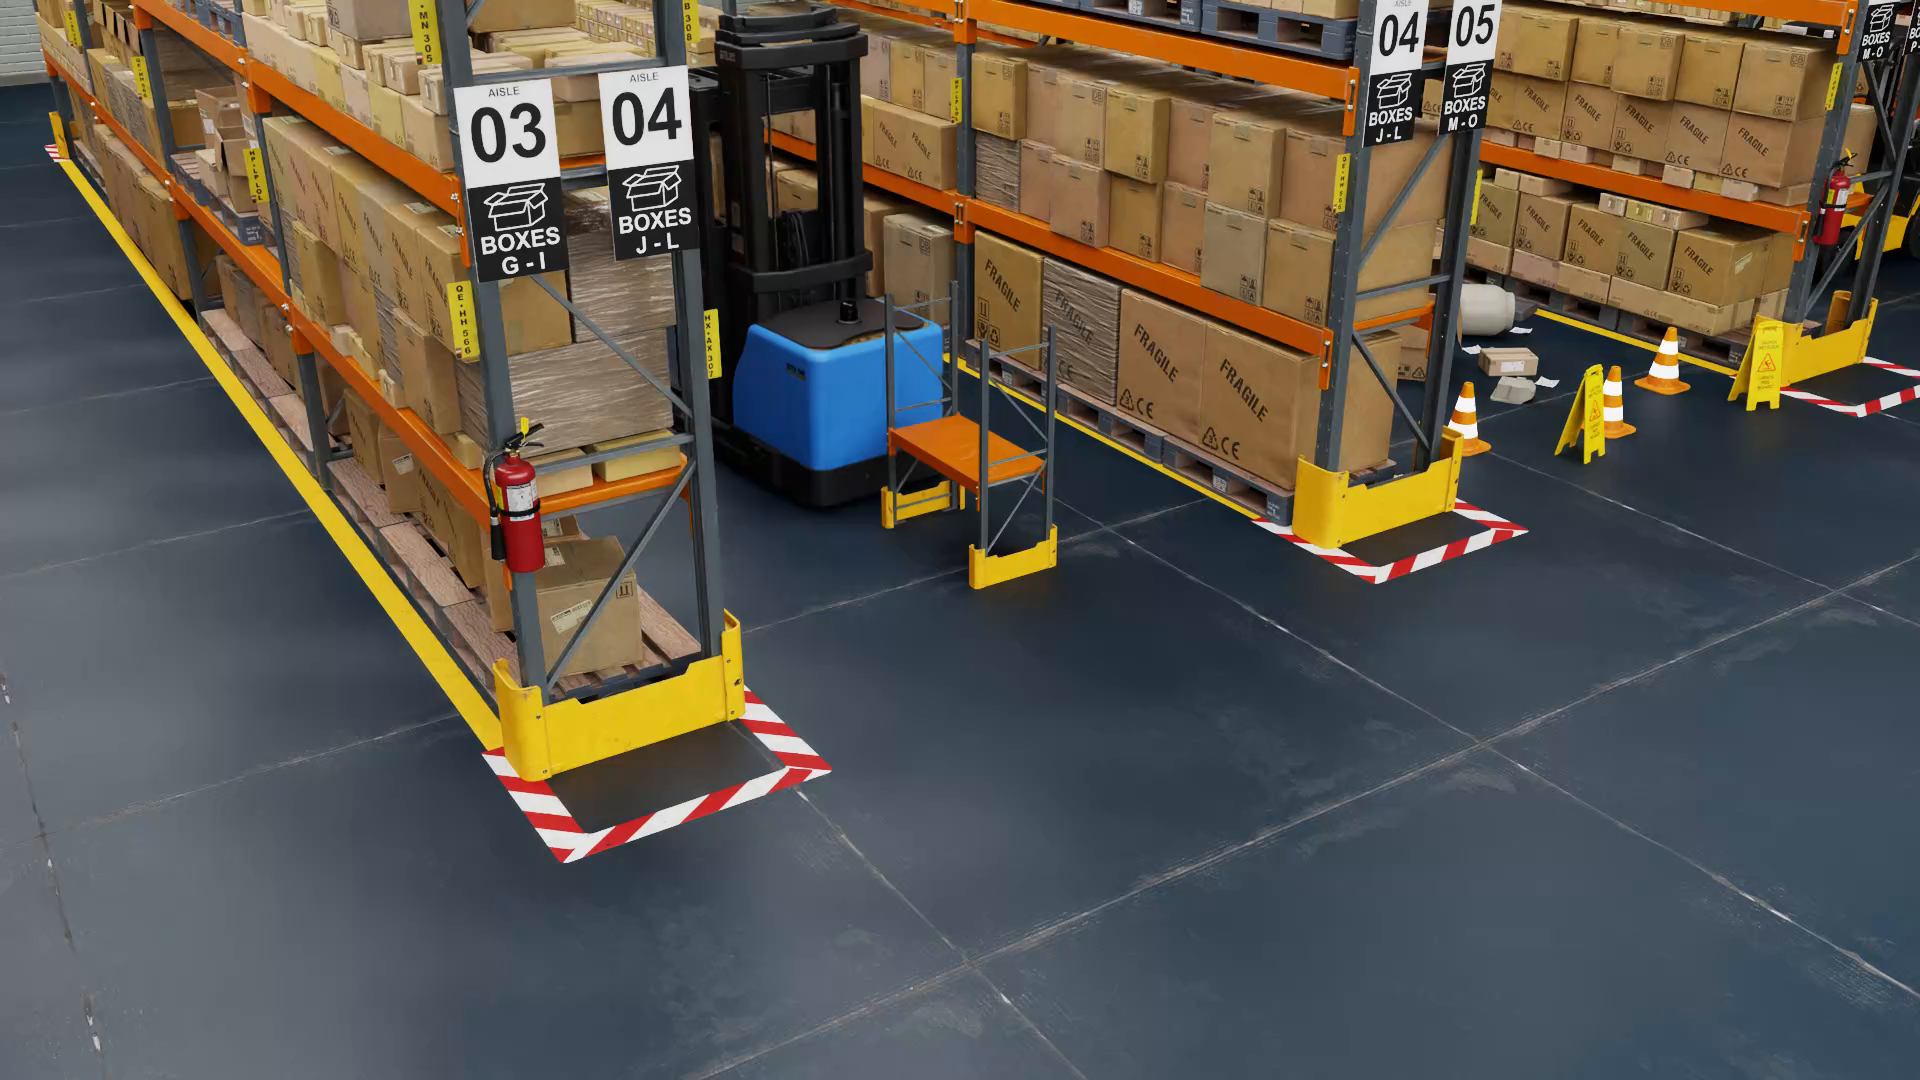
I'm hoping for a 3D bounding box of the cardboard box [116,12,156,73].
[{"bbox_3d":[-7.080,-4.474,14.921,0.797,0.503,0.637,-14,29,-28],"label":"cardboard box"}]

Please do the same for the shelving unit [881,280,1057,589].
[{"bbox_3d":[0.042,-0.651,9.872,0.587,1.500,1.083,-16,29,-30],"label":"shelving unit"}]

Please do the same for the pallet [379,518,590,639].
[{"bbox_3d":[-2.719,0.123,9.743,1.003,0.211,1.213,-16,29,-30],"label":"pallet"}]

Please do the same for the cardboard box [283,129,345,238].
[{"bbox_3d":[-3.479,-2.040,9.421,0.500,0.500,0.500,-16,29,-30],"label":"cardboard box"}]

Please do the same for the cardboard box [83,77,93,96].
[{"bbox_3d":[-8.594,-4.588,16.749,0.380,0.149,0.250,-15,29,-29],"label":"cardboard box"}]

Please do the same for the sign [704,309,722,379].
[{"bbox_3d":[-1.147,-0.894,7.617,0.100,0.325,0.005,-16,29,-30],"label":"sign"}]

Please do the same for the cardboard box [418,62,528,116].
[{"bbox_3d":[-2.015,-1.872,6.896,0.380,0.149,0.250,-16,29,-30],"label":"cardboard box"}]

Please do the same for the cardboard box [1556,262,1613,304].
[{"bbox_3d":[5.468,-2.232,14.193,0.500,0.250,0.500,-17,30,-31],"label":"cardboard box"}]

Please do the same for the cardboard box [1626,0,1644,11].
[{"bbox_3d":[7.711,-6.043,18.660,0.380,0.149,0.250,-16,30,-31],"label":"cardboard box"}]

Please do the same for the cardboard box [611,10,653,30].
[{"bbox_3d":[-3.405,-5.423,17.330,0.380,0.149,0.250,-14,29,-28],"label":"cardboard box"}]

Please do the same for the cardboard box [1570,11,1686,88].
[{"bbox_3d":[5.449,-4.002,13.576,0.700,0.500,0.500,-16,29,-30],"label":"cardboard box"}]

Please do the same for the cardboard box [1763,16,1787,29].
[{"bbox_3d":[8.628,-5.438,17.378,0.380,0.149,0.250,-16,30,-30],"label":"cardboard box"}]

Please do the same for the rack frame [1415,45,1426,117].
[{"bbox_3d":[4.518,-4.117,15.456,1.000,3.000,0.127,-16,29,-30],"label":"rack frame"}]

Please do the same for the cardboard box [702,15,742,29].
[{"bbox_3d":[-2.421,-5.289,17.045,0.380,0.149,0.250,-14,29,-27],"label":"cardboard box"}]

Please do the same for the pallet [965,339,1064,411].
[{"bbox_3d":[0.775,-1.376,12.917,1.003,0.211,1.213,-16,29,-30],"label":"pallet"}]

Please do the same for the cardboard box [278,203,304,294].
[{"bbox_3d":[-3.592,-1.811,10.108,0.875,0.500,0.500,-16,29,-30],"label":"cardboard box"}]

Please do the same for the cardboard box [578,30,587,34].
[{"bbox_3d":[-3.956,-5.519,18.229,0.380,0.149,0.250,-15,29,-29],"label":"cardboard box"}]

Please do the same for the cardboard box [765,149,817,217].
[{"bbox_3d":[-1.501,-3.291,15.852,1.050,0.750,0.750,-16,30,-30],"label":"cardboard box"}]

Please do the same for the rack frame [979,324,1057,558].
[{"bbox_3d":[0.324,-0.466,9.480,0.500,1.500,0.032,-16,29,-30],"label":"rack frame"}]

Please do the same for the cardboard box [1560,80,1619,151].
[{"bbox_3d":[5.374,-3.541,13.772,0.500,0.500,0.500,-15,29,-29],"label":"cardboard box"}]

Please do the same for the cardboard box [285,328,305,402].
[{"bbox_3d":[-4.347,-1.275,11.850,0.700,0.500,0.500,-16,29,-30],"label":"cardboard box"}]

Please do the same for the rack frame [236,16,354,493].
[{"bbox_3d":[-3.785,-1.807,10.564,1.000,3.000,0.127,-16,29,-30],"label":"rack frame"}]

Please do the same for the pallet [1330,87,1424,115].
[{"bbox_3d":[4.222,-4.337,16.148,1.003,0.211,1.213,-16,29,-30],"label":"pallet"}]

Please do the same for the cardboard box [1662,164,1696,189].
[{"bbox_3d":[5.799,-2.903,13.179,0.380,0.149,0.250,-15,29,-29],"label":"cardboard box"}]

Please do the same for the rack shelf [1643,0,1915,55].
[{"bbox_3d":[5.609,-4.432,13.454,1.077,0.370,4.000,-16,29,-30],"label":"rack shelf"}]

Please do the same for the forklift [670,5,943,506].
[{"bbox_3d":[-1.385,-2.105,11.275,1.130,2.935,3.031,-18,31,-33],"label":"forklift"}]

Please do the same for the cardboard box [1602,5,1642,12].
[{"bbox_3d":[7.631,-5.915,18.857,0.500,0.250,0.500,-15,29,-29],"label":"cardboard box"}]

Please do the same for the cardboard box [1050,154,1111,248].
[{"bbox_3d":[1.152,-2.453,11.758,0.875,0.550,0.550,-16,29,-30],"label":"cardboard box"}]

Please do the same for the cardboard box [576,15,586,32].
[{"bbox_3d":[-3.969,-5.659,18.177,0.380,0.149,0.250,-16,30,-31],"label":"cardboard box"}]

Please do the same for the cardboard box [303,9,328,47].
[{"bbox_3d":[-3.123,-2.630,8.503,0.380,0.149,0.250,-16,30,-31],"label":"cardboard box"}]

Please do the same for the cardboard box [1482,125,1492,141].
[{"bbox_3d":[4.773,-3.649,14.761,0.380,0.149,0.250,-16,29,-30],"label":"cardboard box"}]

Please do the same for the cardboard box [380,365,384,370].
[{"bbox_3d":[-2.916,-0.934,9.010,0.380,0.149,0.250,-16,29,-30],"label":"cardboard box"}]

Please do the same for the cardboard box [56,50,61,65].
[{"bbox_3d":[-9.715,-5.322,18.305,0.380,0.149,0.250,-16,30,-30],"label":"cardboard box"}]

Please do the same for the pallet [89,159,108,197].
[{"bbox_3d":[-9.172,-4.134,18.761,1.003,0.211,1.213,-16,29,-30],"label":"pallet"}]

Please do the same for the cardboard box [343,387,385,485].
[{"bbox_3d":[-3.601,-0.714,10.685,0.500,0.500,0.500,-17,30,-31],"label":"cardboard box"}]

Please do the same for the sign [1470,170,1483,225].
[{"bbox_3d":[3.077,-2.051,9.973,0.100,0.325,0.005,-16,29,-30],"label":"sign"}]

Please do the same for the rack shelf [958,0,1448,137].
[{"bbox_3d":[1.517,-3.243,10.934,1.077,0.370,4.000,-16,29,-30],"label":"rack shelf"}]

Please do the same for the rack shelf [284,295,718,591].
[{"bbox_3d":[-2.694,-0.766,9.202,1.077,0.370,4.000,-16,29,-30],"label":"rack shelf"}]

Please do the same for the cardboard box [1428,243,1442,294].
[{"bbox_3d":[3.962,-2.287,14.506,0.500,0.500,0.500,3,25,6],"label":"cardboard box"}]

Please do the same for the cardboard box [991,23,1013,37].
[{"bbox_3d":[0.720,-6.319,20.299,0.500,0.250,0.500,-16,30,-30],"label":"cardboard box"}]

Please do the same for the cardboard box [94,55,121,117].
[{"bbox_3d":[-7.836,-4.311,15.752,0.500,0.500,0.500,-15,29,-29],"label":"cardboard box"}]

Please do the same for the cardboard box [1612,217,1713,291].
[{"bbox_3d":[5.758,-2.383,13.635,0.500,0.500,0.500,-14,29,-28],"label":"cardboard box"}]

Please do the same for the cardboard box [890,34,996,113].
[{"bbox_3d":[-0.133,-3.784,13.463,0.700,0.500,0.500,-16,30,-30],"label":"cardboard box"}]

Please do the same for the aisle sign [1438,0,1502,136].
[{"bbox_3d":[2.899,-2.716,9.445,0.394,0.787,0.004,-16,29,-30],"label":"aisle sign"}]

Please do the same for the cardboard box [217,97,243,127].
[{"bbox_3d":[-5.252,-3.113,12.721,0.700,0.500,0.500,-11,27,-22],"label":"cardboard box"}]

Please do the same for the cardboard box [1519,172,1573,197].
[{"bbox_3d":[5.063,-3.084,14.359,0.380,0.149,0.250,-14,29,-27],"label":"cardboard box"}]

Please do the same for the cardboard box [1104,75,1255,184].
[{"bbox_3d":[1.471,-2.760,11.143,0.875,0.550,0.500,-16,29,-30],"label":"cardboard box"}]

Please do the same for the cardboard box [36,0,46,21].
[{"bbox_3d":[-10.028,-6.092,18.589,0.500,0.500,0.500,-16,30,-31],"label":"cardboard box"}]

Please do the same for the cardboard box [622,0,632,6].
[{"bbox_3d":[-3.559,-6.035,18.627,0.380,0.149,0.250,-14,29,-27],"label":"cardboard box"}]

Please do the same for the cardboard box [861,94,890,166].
[{"bbox_3d":[-0.635,-3.458,13.944,0.500,0.500,0.500,-15,29,-29],"label":"cardboard box"}]

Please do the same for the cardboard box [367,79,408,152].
[{"bbox_3d":[-2.353,-1.956,7.542,0.500,0.250,0.500,-15,29,-29],"label":"cardboard box"}]

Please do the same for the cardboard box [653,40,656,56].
[{"bbox_3d":[-2.838,-4.917,16.606,0.380,0.149,0.250,-15,29,-29],"label":"cardboard box"}]

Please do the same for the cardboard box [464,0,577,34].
[{"bbox_3d":[-2.186,-2.733,7.960,0.500,0.500,0.500,-16,29,-30],"label":"cardboard box"}]
